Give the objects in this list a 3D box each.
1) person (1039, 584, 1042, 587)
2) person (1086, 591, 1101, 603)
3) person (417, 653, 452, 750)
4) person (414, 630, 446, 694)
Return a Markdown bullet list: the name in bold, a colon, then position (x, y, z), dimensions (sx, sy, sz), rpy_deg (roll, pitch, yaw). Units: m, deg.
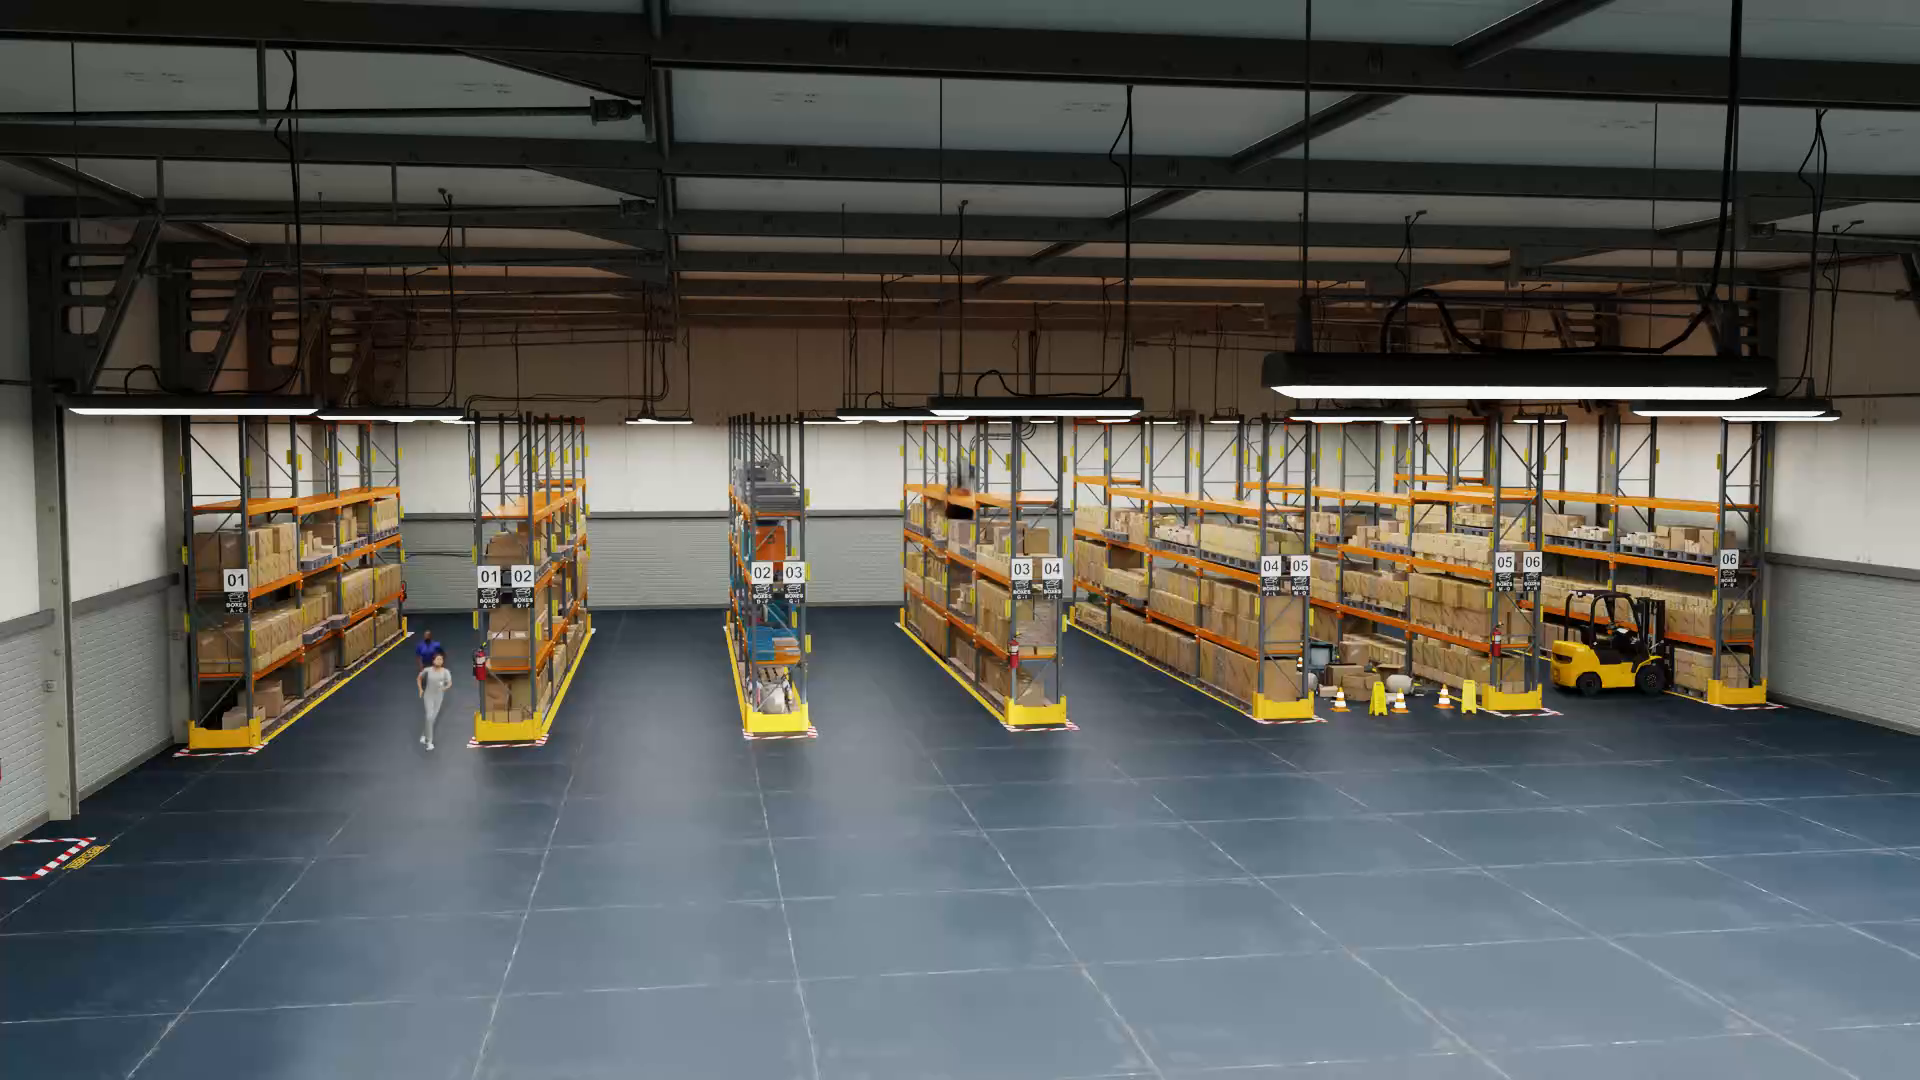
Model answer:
- **person**: position (2.424, 1.748, 46.039), dimensions (0.618, 1.694, 0.900), rpy_deg (-1, 4, -8)
- **person**: position (4.023, 1.479, 49.980), dimensions (0.843, 1.709, 0.750), rpy_deg (1, 4, 17)
- **person**: position (-9.422, 2.868, 29.847), dimensions (0.564, 1.689, 0.817), rpy_deg (-3, 5, -33)
- **person**: position (-10.763, 2.629, 33.755), dimensions (0.608, 1.615, 0.557), rpy_deg (-1, 4, -13)
